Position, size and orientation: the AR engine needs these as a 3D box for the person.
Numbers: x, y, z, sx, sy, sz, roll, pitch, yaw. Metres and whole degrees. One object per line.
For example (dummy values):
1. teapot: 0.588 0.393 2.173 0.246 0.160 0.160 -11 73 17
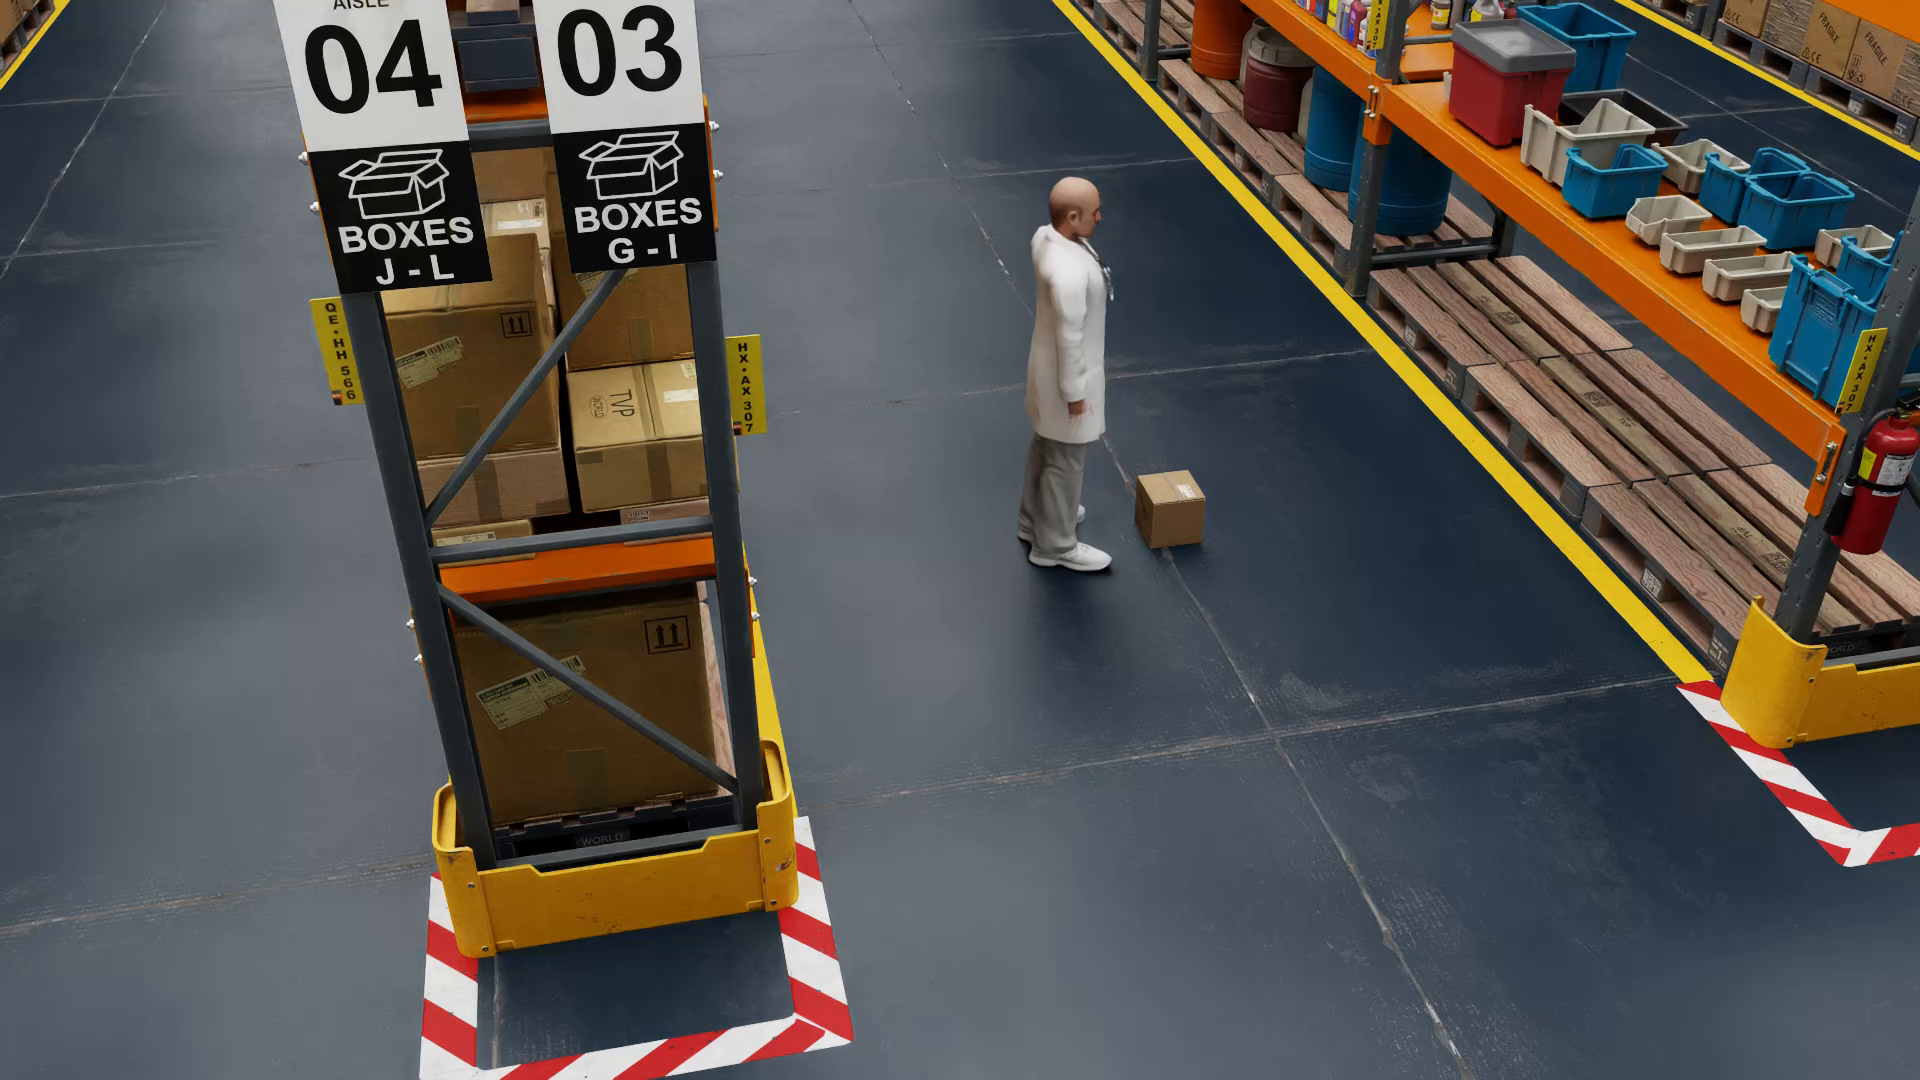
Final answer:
1. person: 0.464 -0.730 7.237 0.370 1.782 0.585 -6 34 -8
